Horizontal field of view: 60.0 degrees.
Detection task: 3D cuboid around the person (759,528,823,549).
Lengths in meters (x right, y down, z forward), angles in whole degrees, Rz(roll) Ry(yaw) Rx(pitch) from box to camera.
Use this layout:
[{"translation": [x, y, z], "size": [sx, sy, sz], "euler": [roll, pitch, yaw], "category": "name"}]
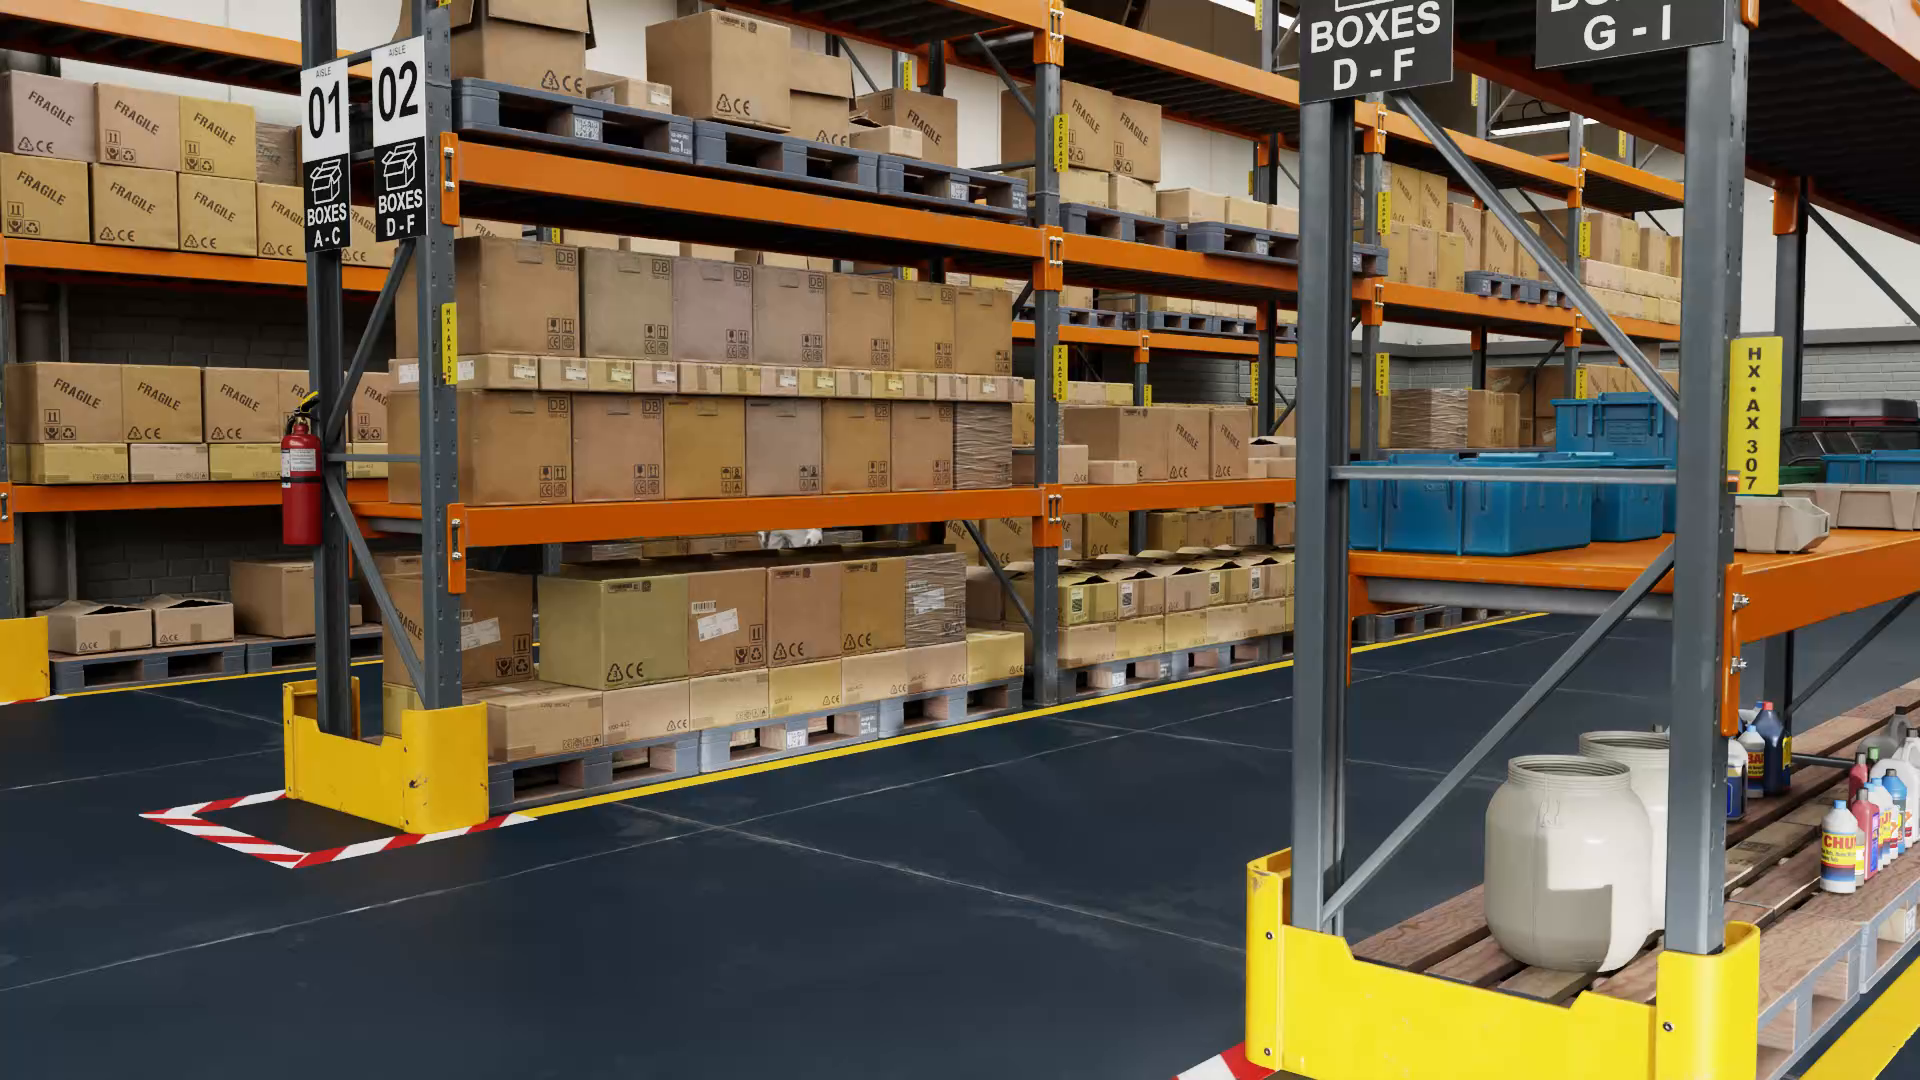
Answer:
[{"translation": [-1.268, -0.056, 12.473], "size": [0.609, 1.777, 0.453], "euler": [3, 4, 38], "category": "person"}]
